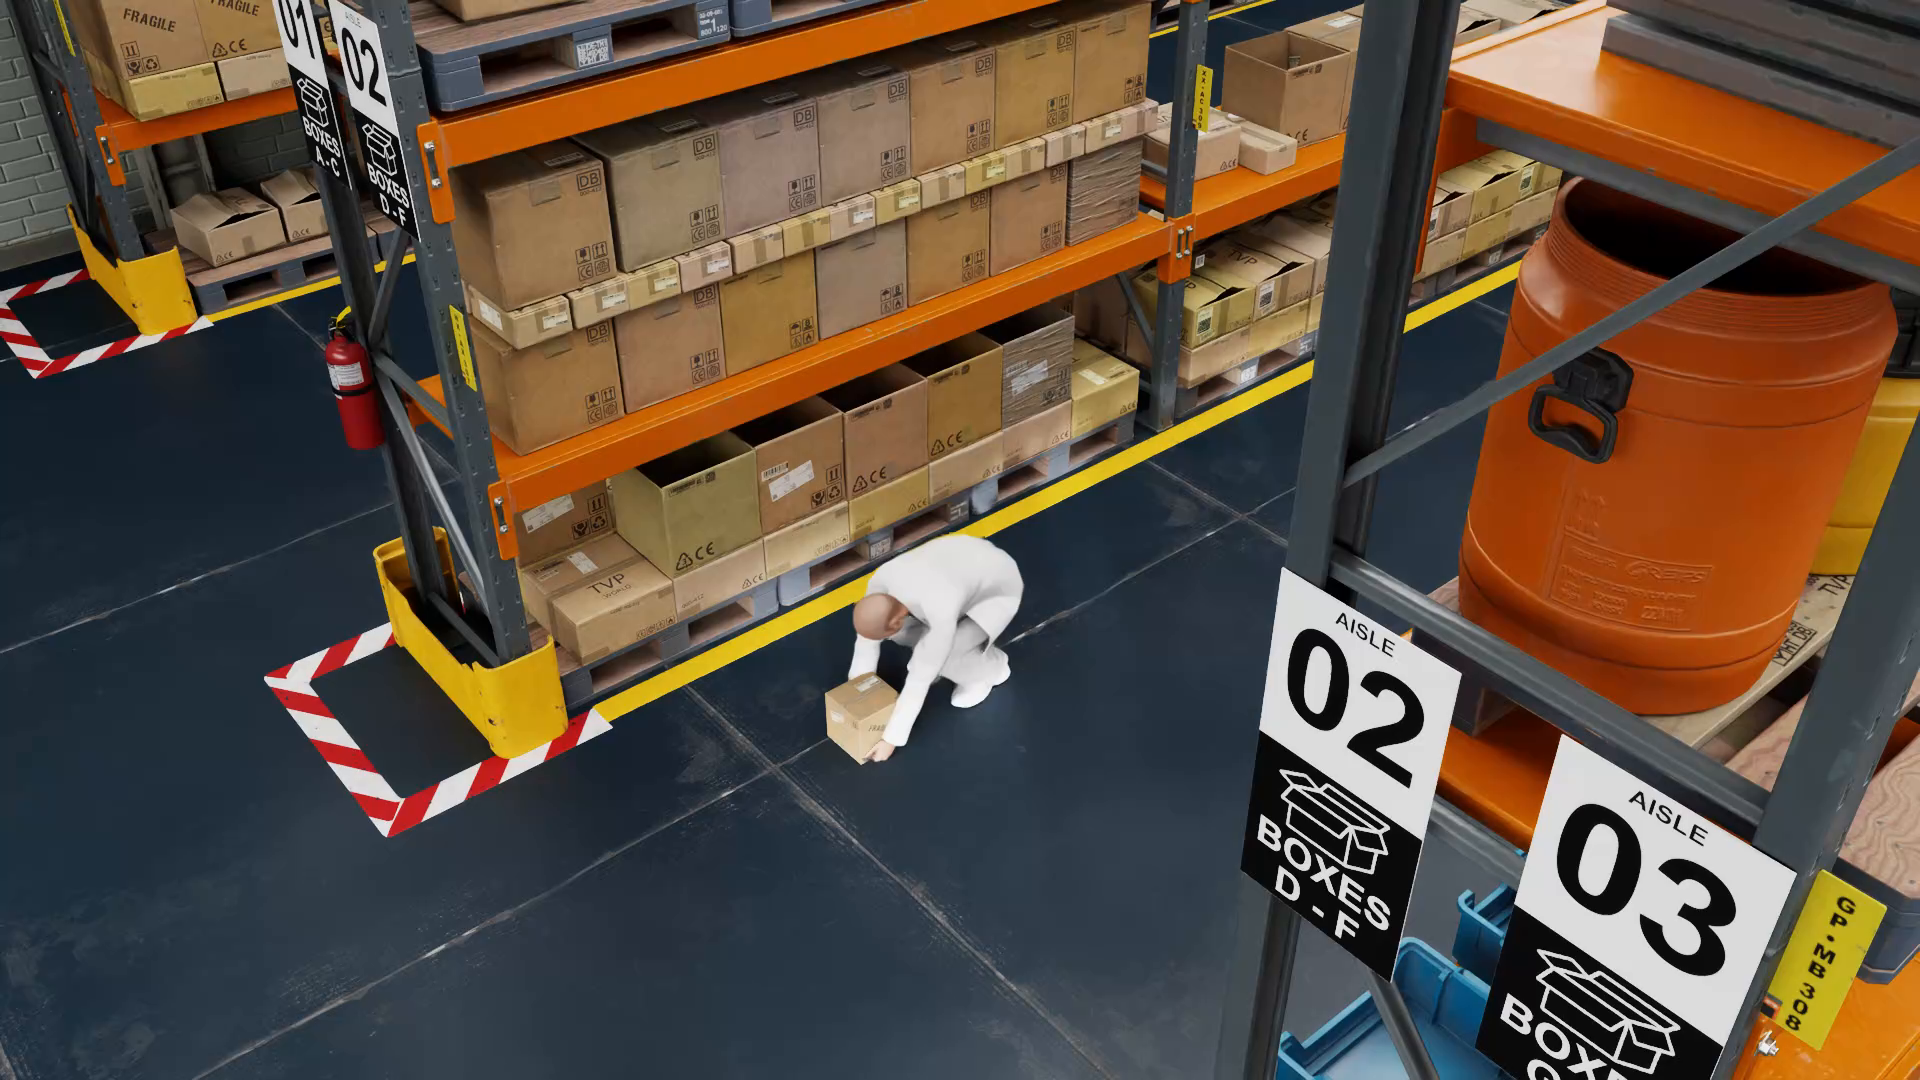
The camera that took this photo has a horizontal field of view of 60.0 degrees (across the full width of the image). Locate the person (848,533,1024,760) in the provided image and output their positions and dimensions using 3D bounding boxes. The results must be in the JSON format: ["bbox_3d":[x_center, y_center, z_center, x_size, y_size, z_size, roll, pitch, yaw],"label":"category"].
[{"bbox_3d":[-0.152,0.414,7.421,1.021,0.796,0.577,-27,43,-33],"label":"person"}]
